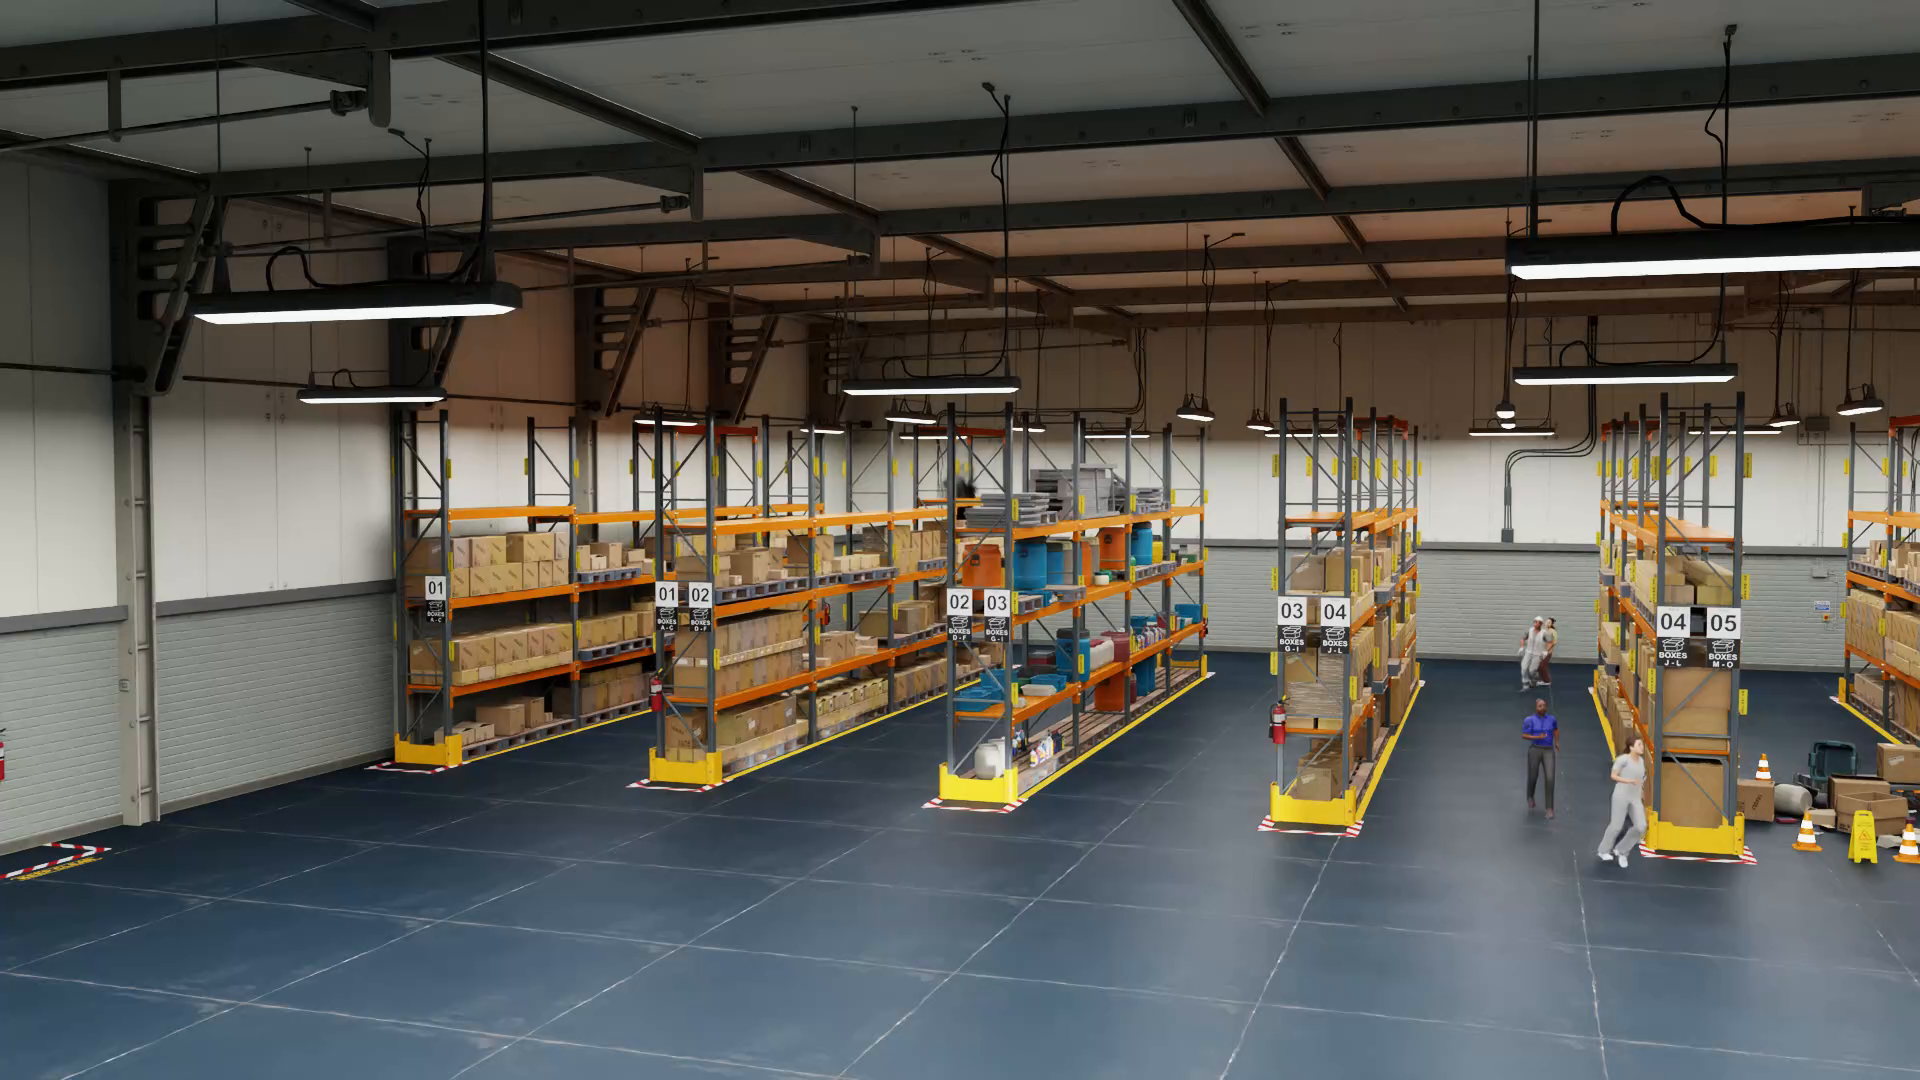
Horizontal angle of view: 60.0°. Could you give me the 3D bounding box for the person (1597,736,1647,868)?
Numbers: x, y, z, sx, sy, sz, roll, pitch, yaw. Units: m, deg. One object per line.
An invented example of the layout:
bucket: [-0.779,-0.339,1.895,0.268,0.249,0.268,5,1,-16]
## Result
person: [8.466,3.288,20.988,0.575,1.654,0.652,0,2,-11]

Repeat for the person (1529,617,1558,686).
person: [13.402,2.566,38.159,0.580,1.621,0.714,-1,3,-15]

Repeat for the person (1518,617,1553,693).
person: [12.832,2.560,37.103,0.706,1.722,0.561,2,3,41]

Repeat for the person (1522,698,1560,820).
person: [8.414,3.132,24.079,0.559,1.683,0.856,0,2,9]
